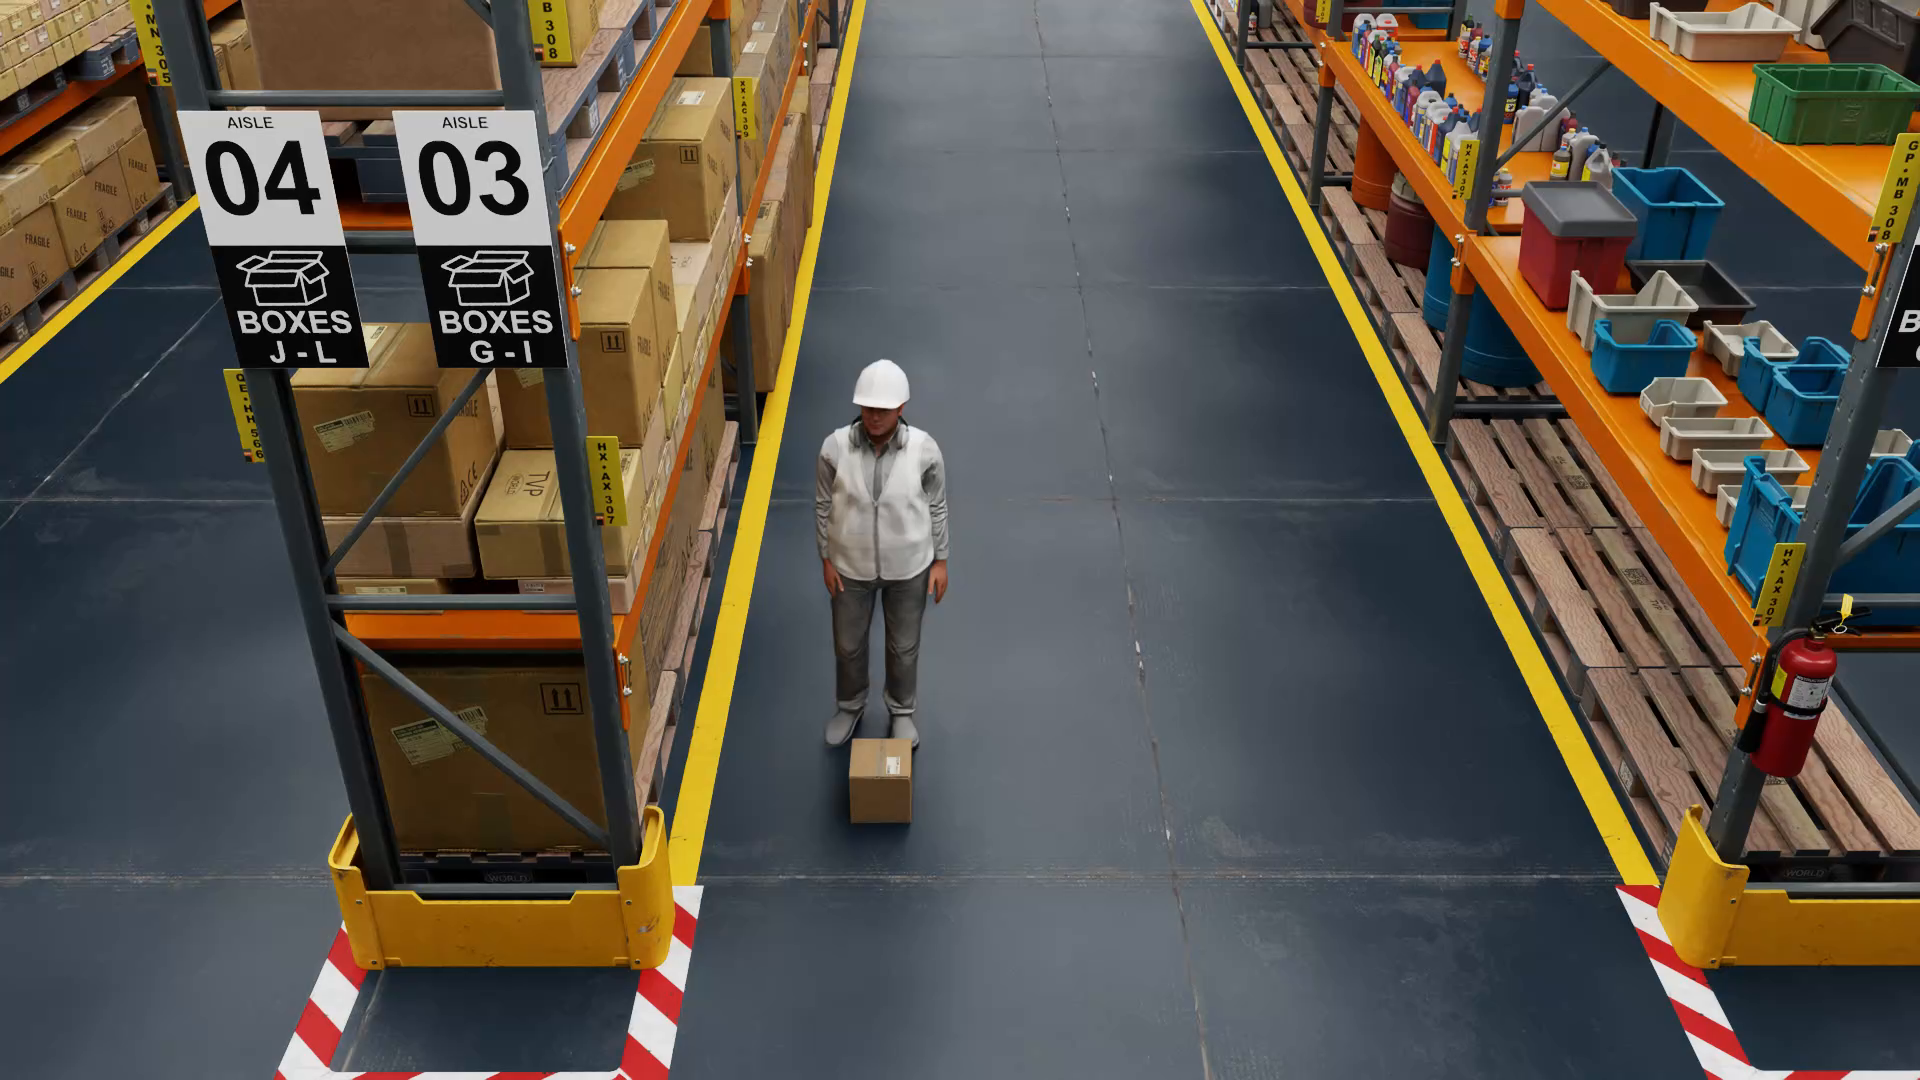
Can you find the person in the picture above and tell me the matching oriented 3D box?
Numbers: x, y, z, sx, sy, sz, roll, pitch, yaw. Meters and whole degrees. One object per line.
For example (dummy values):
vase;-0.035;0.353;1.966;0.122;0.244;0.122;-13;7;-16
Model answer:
person;-0.325;0.100;6.948;0.549;1.791;0.359;0;31;0
